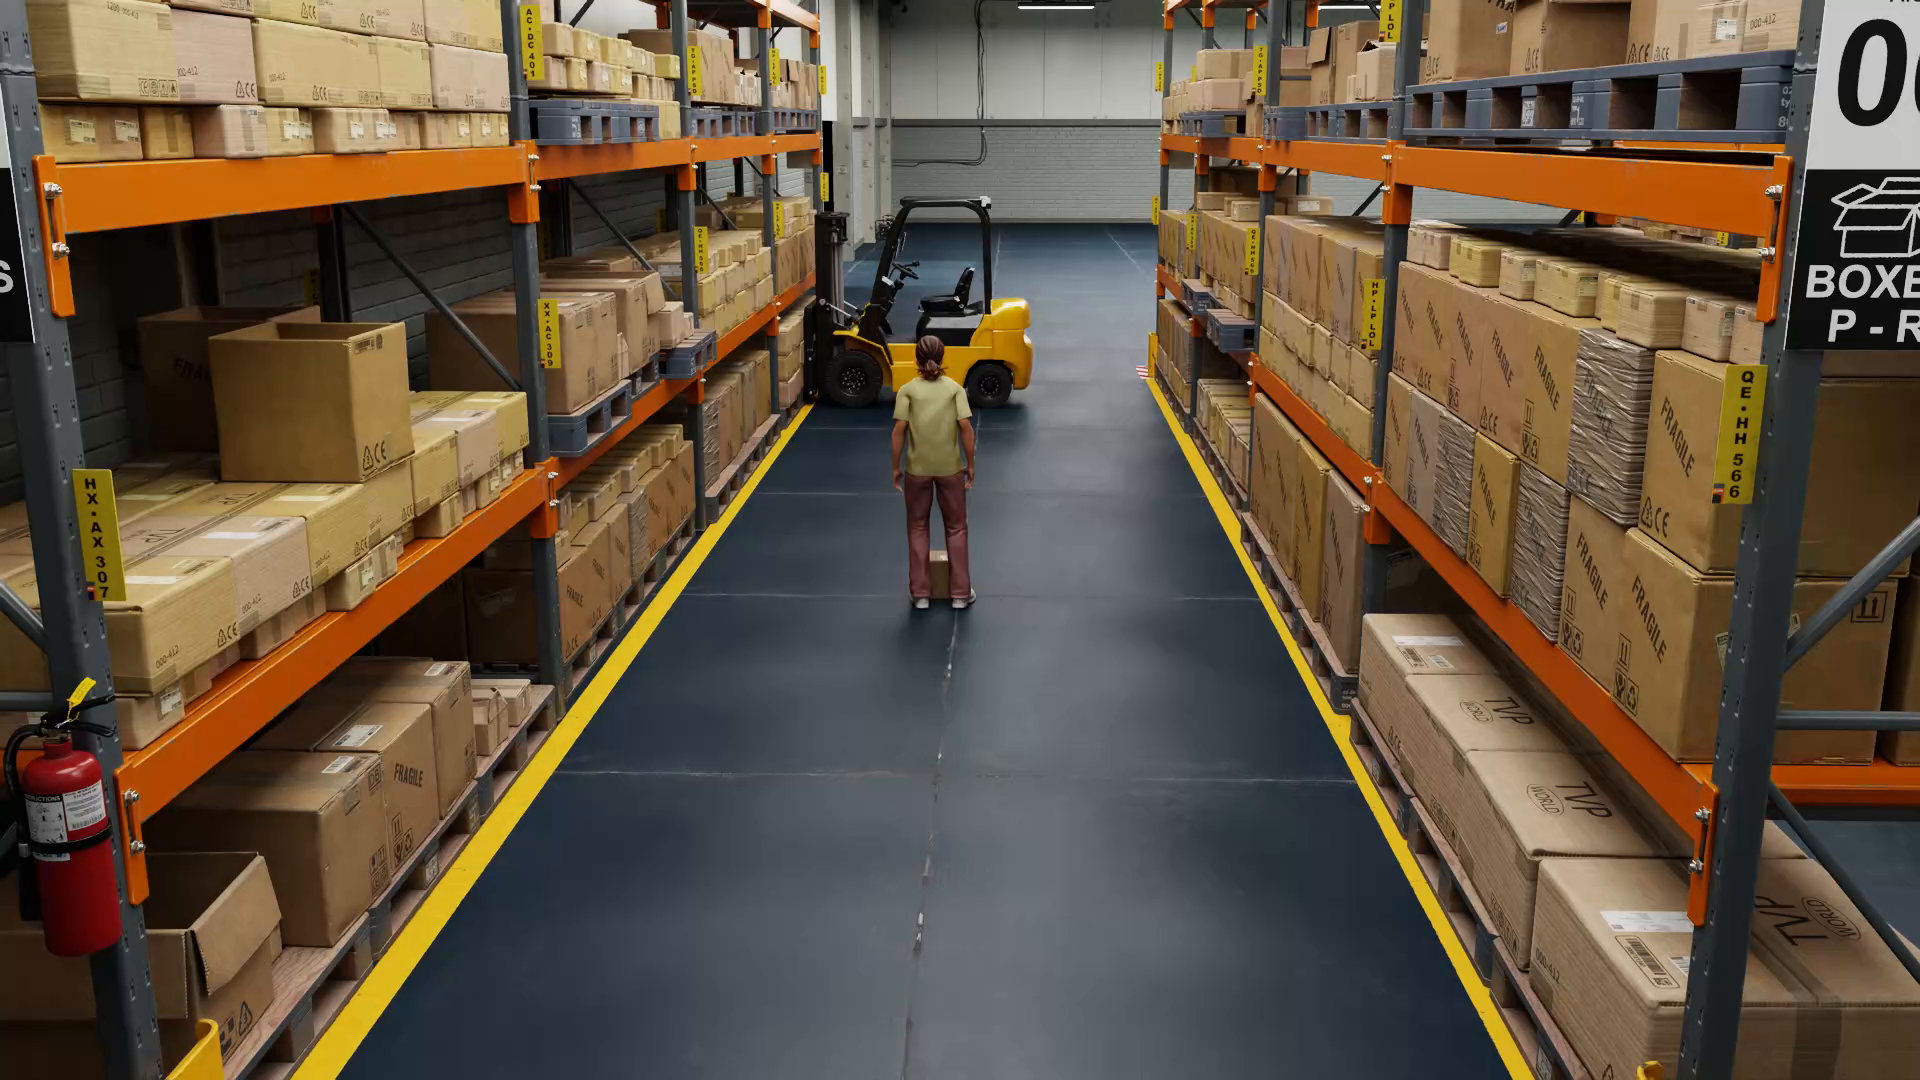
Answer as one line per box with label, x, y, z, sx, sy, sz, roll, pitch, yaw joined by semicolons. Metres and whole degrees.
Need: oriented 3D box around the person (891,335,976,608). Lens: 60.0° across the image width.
person;-0.157;-0.410;10.152;0.521;1.672;0.357;0;14;-2
